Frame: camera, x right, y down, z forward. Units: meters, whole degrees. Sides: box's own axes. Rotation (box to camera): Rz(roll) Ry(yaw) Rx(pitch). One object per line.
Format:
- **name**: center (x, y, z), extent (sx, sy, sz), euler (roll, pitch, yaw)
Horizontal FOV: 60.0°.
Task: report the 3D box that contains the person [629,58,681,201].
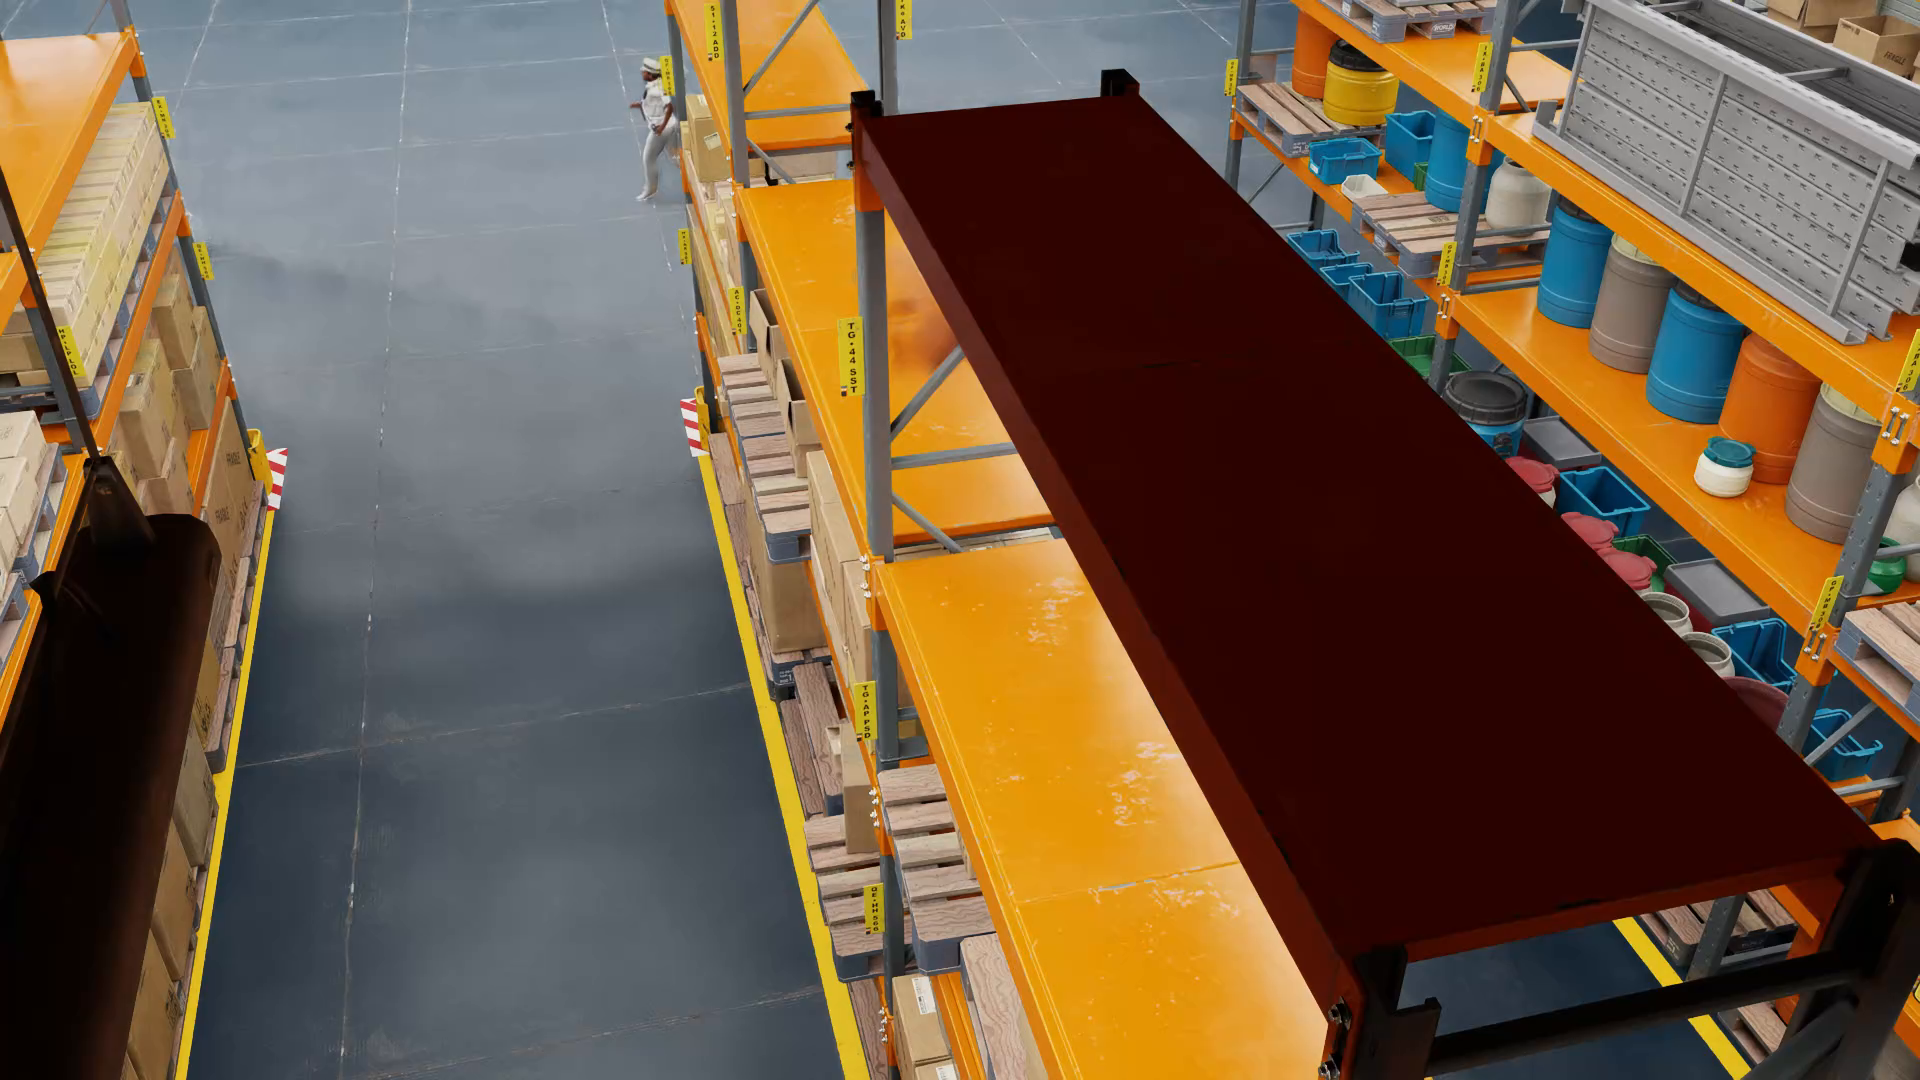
- **person**: center (-3.488, -4.844, 19.679), extent (0.869, 1.724, 0.543), euler (4, 35, 5)
